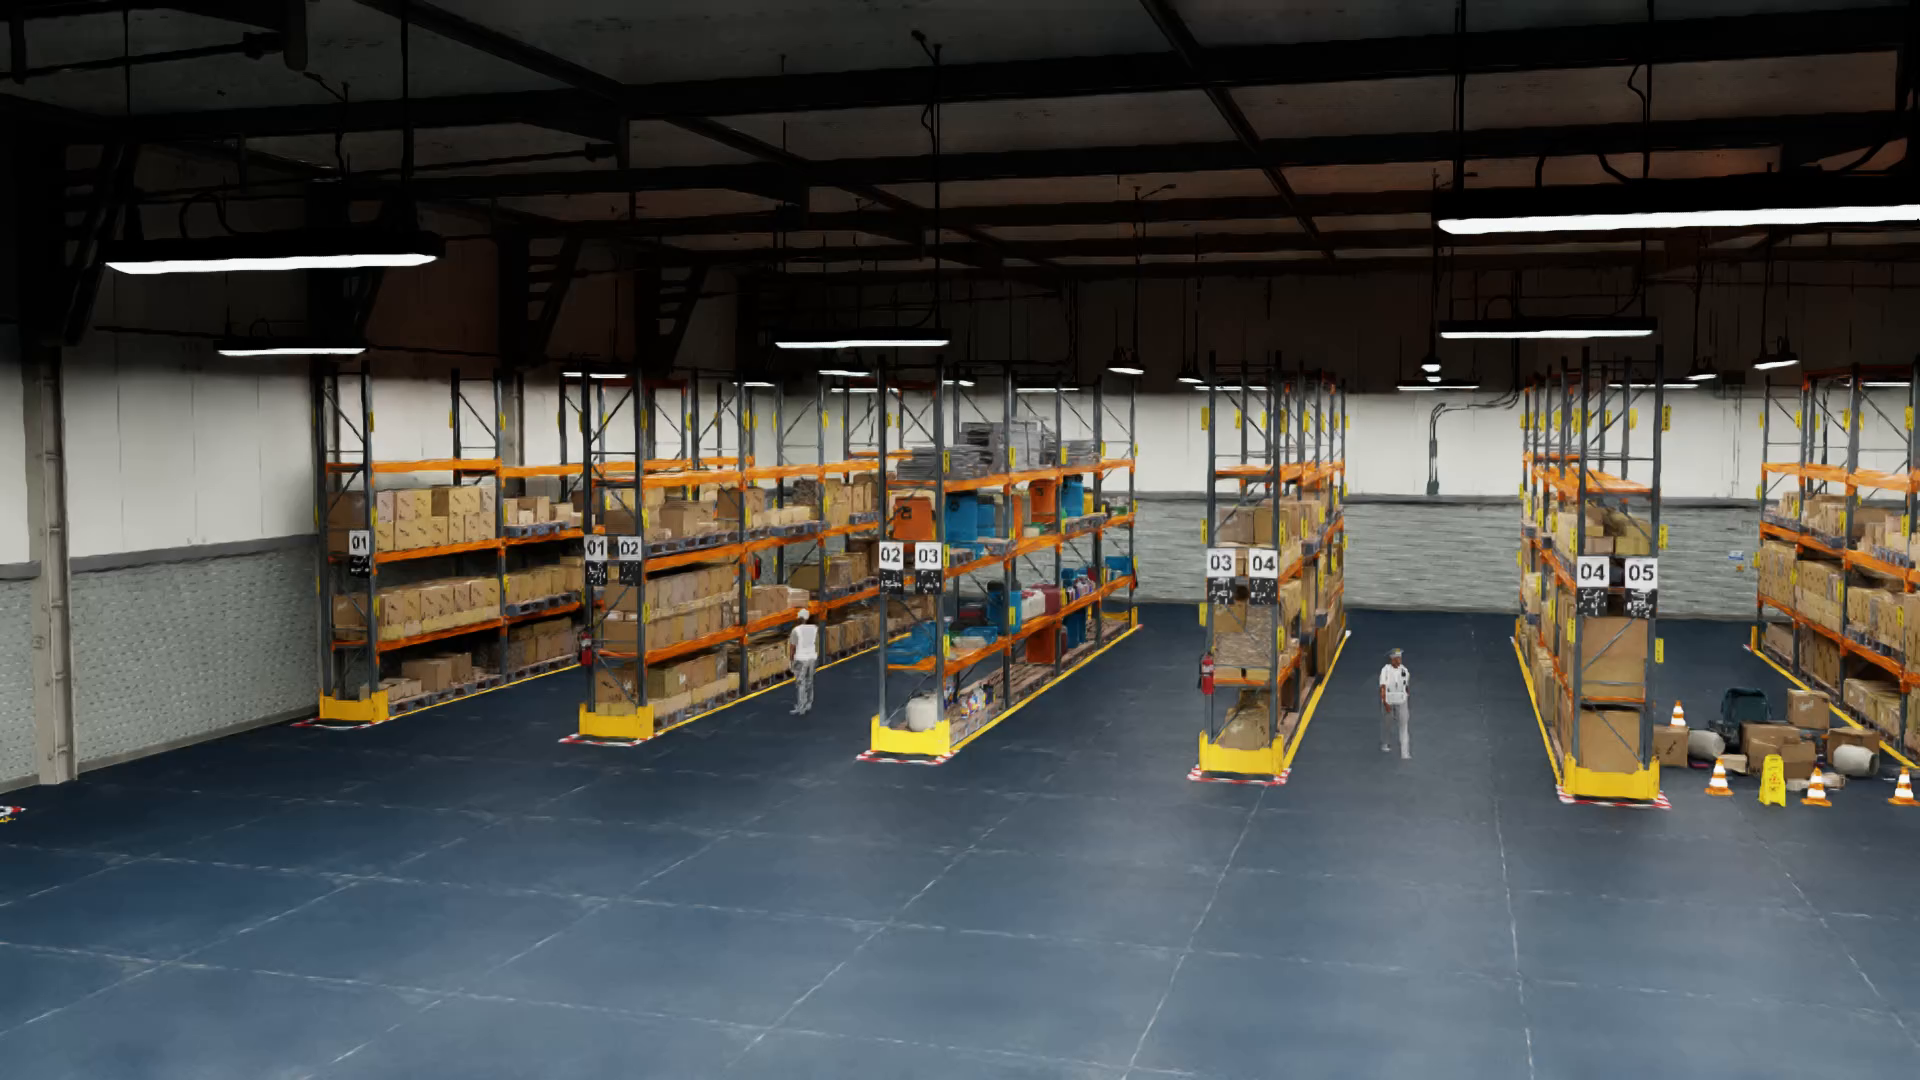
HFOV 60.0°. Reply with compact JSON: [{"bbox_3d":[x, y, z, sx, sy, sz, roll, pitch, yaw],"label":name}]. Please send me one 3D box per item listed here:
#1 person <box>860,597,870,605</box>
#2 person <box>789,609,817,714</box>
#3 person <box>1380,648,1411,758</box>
[{"bbox_3d":[-2.597,1.071,44.228,0.417,1.517,1.037,1,4,18],"label":"person"},{"bbox_3d":[-2.723,2.059,28.505,0.616,1.785,0.494,-4,6,-44],"label":"person"},{"bbox_3d":[6.485,2.399,24.828,0.448,1.616,0.995,1,4,8],"label":"person"}]
